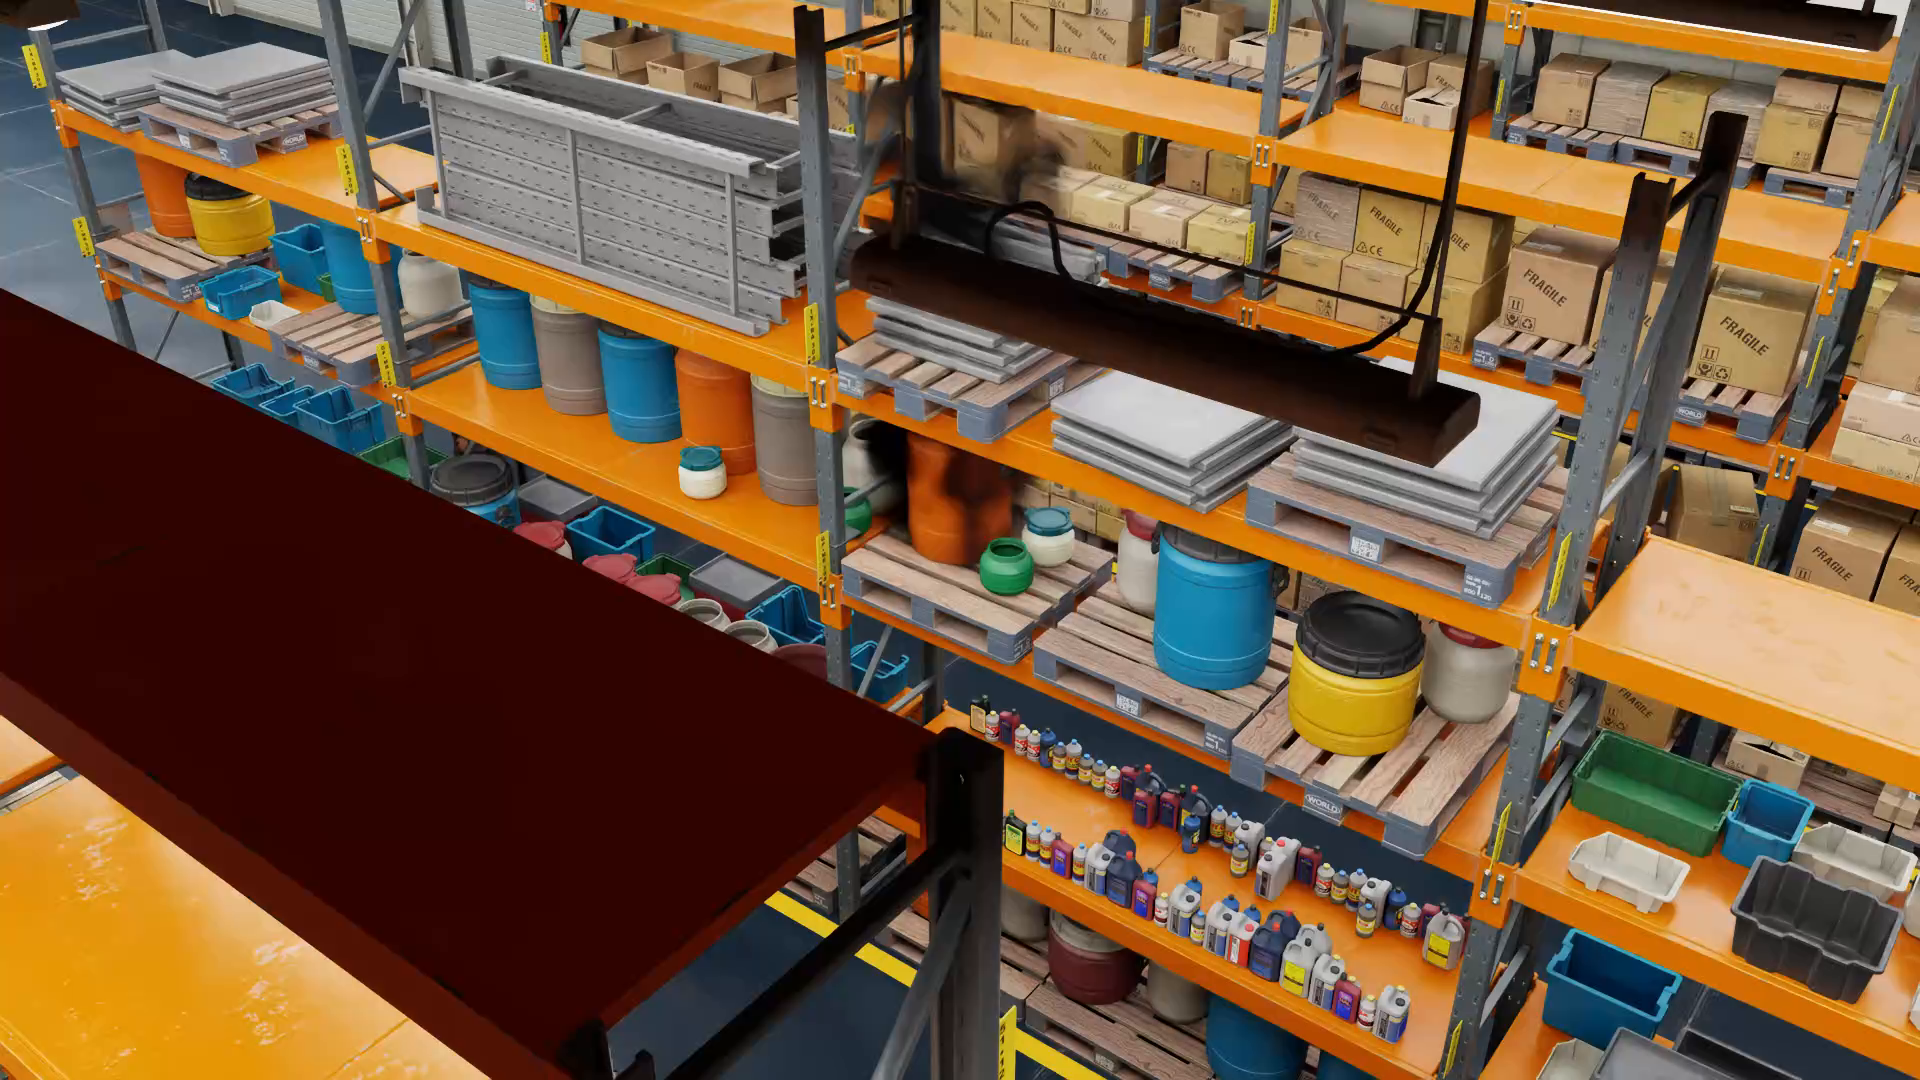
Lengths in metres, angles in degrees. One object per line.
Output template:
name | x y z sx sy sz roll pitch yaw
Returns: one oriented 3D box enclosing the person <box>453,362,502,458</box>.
person | -4.350 -0.873 15.081 0.779 1.783 0.637 22 38 32
